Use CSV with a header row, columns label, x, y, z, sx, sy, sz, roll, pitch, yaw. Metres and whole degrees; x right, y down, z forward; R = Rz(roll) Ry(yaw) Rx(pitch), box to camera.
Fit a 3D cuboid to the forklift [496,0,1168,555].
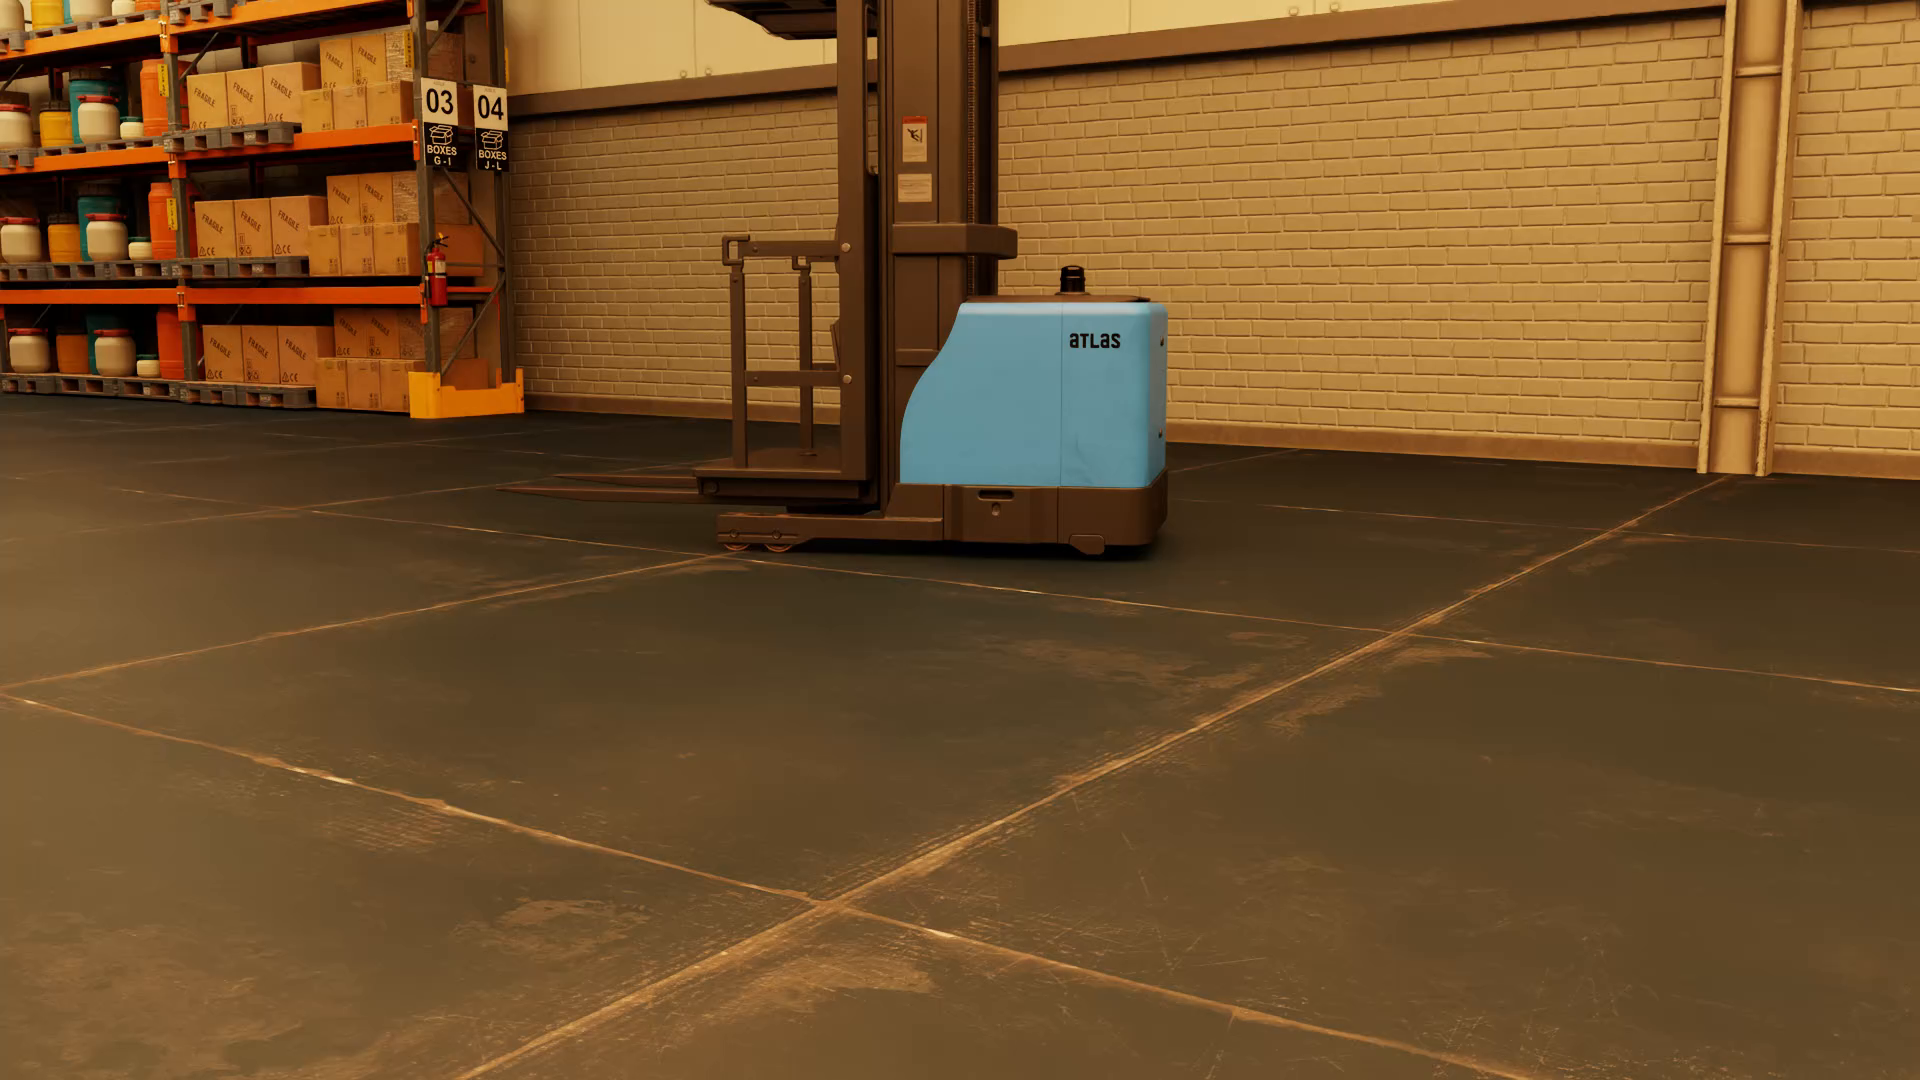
label,x,y,z,sx,sy,sz,roll,pitch,yaw
forklift,-0.596,-1.469,7.520,3.031,2.935,1.130,2,8,12
